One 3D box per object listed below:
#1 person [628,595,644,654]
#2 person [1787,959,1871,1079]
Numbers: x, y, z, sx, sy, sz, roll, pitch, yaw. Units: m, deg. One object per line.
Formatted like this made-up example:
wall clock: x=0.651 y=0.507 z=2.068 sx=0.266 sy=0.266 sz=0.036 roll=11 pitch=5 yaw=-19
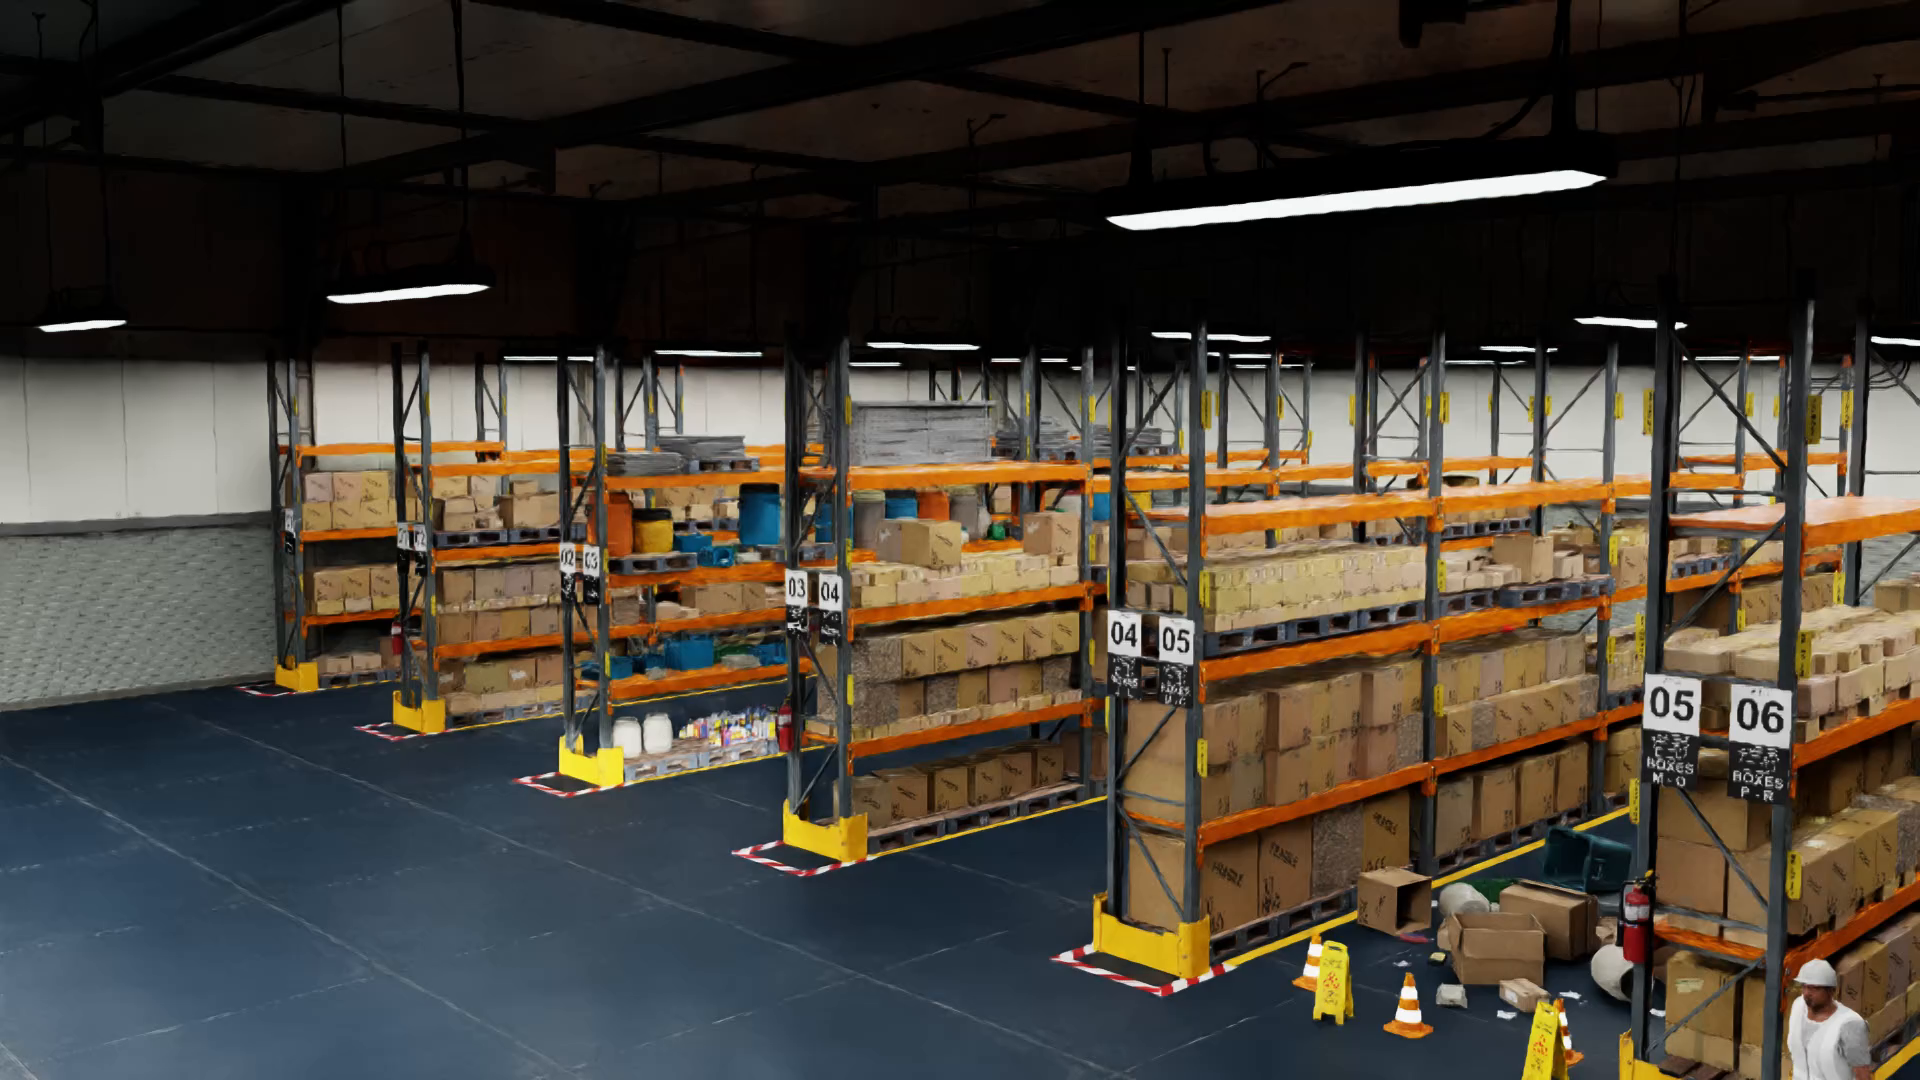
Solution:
person: x=-6.426 y=1.511 z=32.447 sx=0.719 sy=1.714 sz=0.578 roll=5 pitch=7 yaw=44
person: x=5.364 y=3.424 z=10.257 sx=0.983 sy=1.731 sz=0.605 roll=-2 pitch=5 yaw=-24
